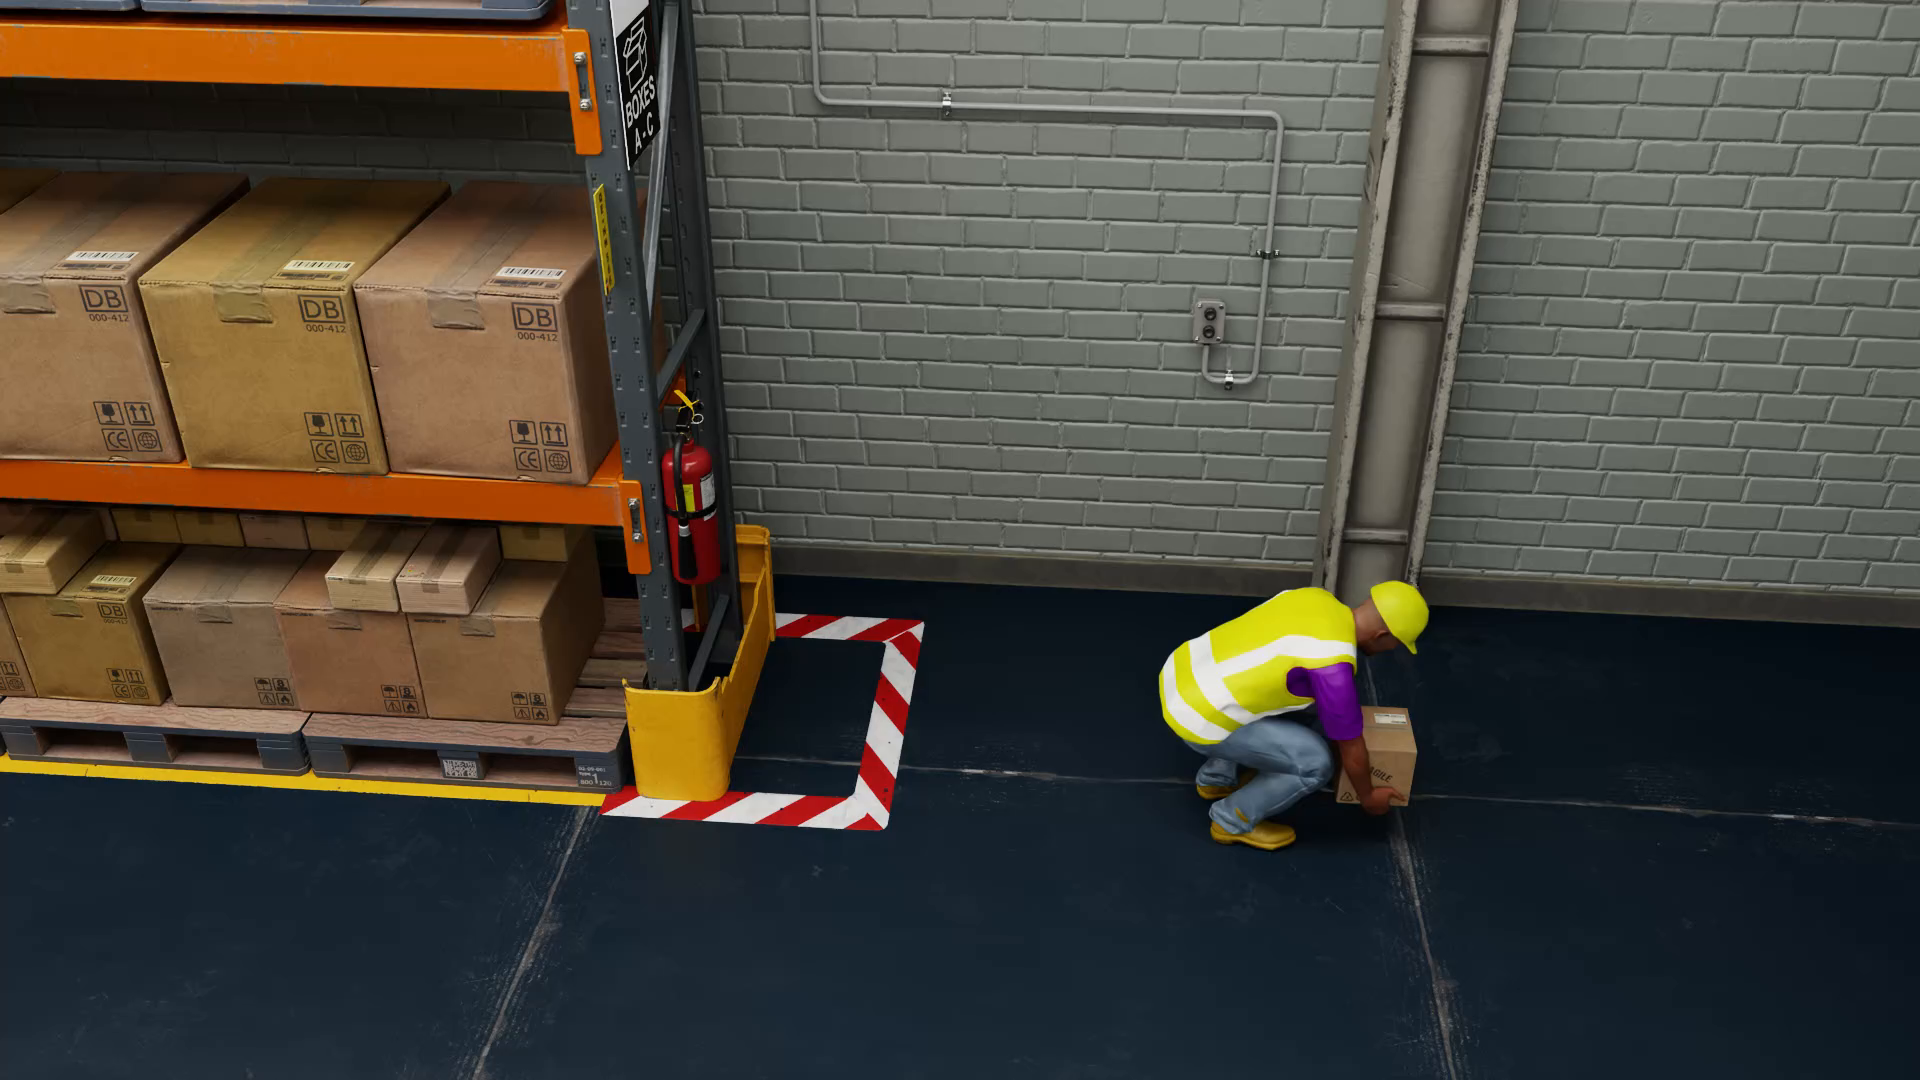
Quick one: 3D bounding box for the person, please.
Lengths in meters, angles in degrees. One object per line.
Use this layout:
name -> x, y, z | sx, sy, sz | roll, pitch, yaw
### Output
person -> 1.152, 0.583, 5.891 | 0.897, 1.017, 0.537 | 2, 32, 3
